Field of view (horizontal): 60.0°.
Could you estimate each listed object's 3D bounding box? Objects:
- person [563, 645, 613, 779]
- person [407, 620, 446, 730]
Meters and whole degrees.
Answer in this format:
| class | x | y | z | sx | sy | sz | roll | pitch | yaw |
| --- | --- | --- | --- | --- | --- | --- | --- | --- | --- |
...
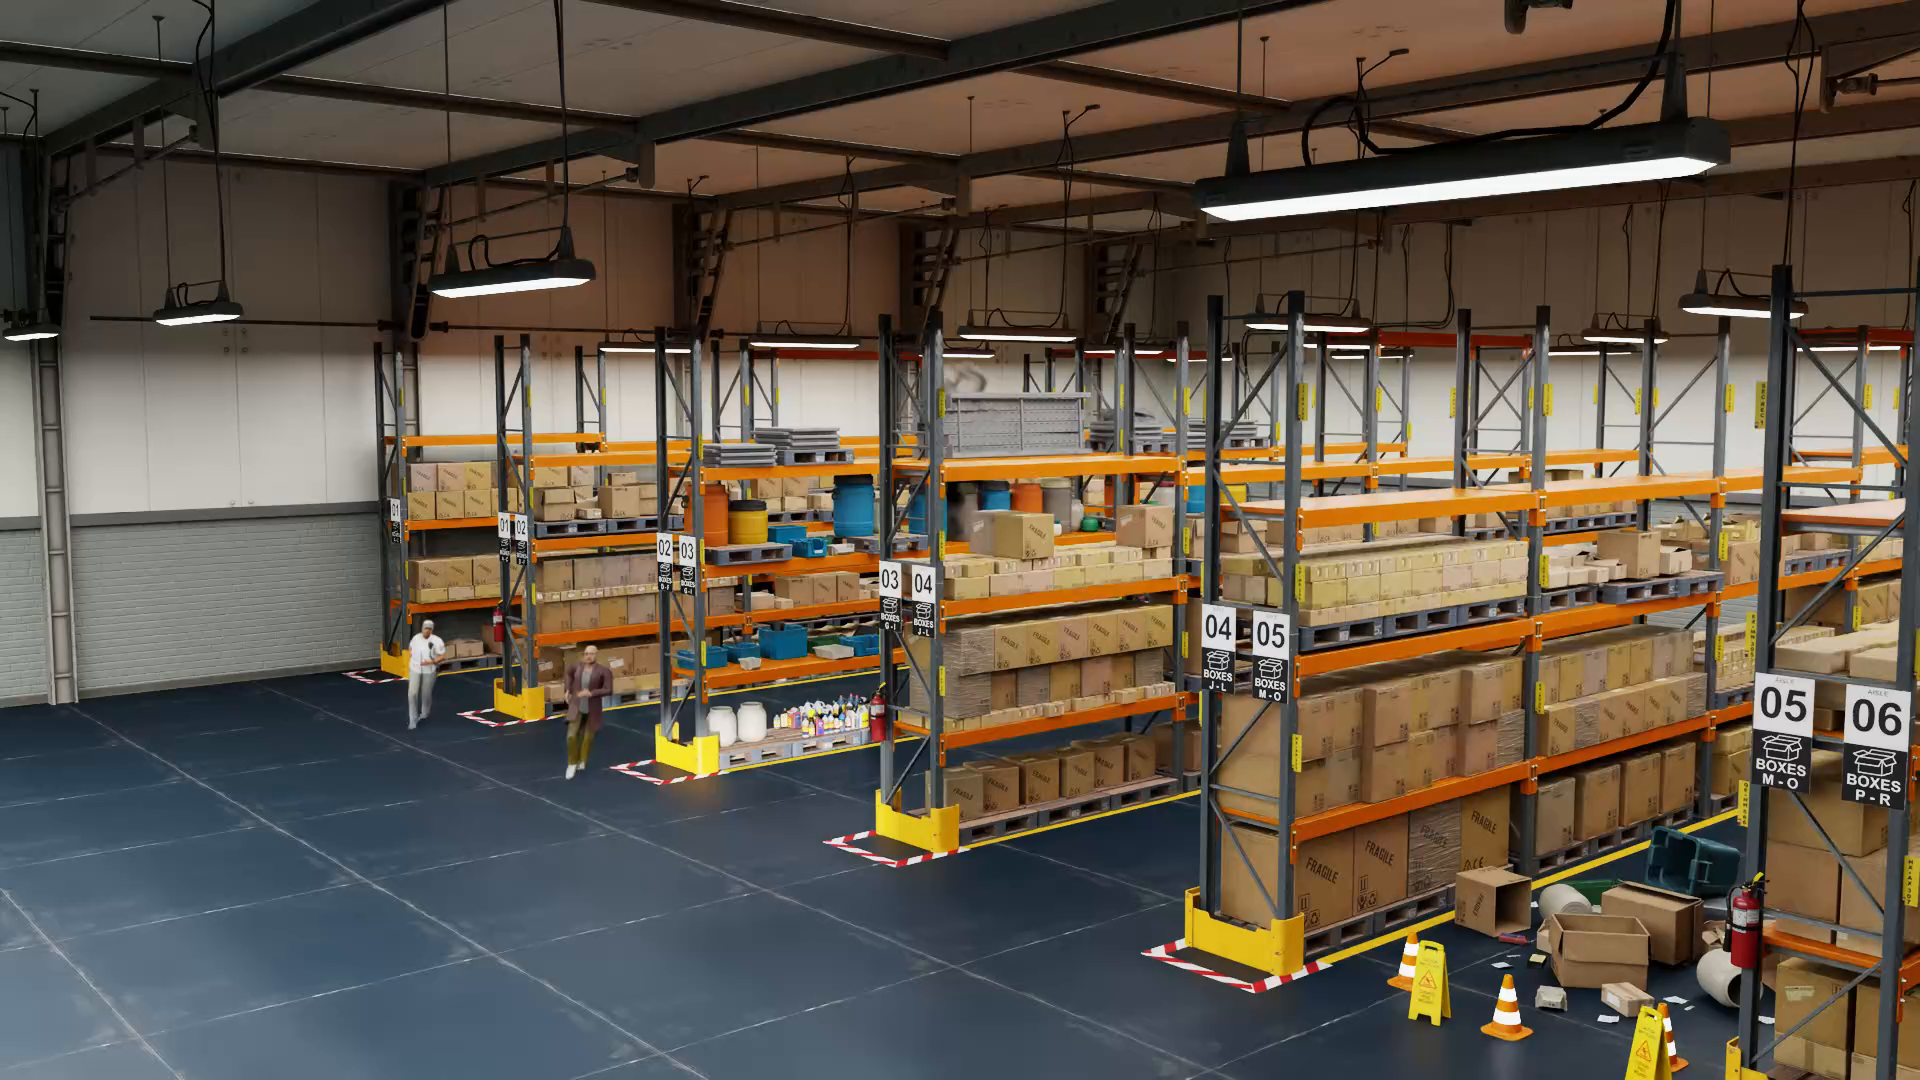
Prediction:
| class | x | y | z | sx | sy | sz | roll | pitch | yaw |
| --- | --- | --- | --- | --- | --- | --- | --- | --- | --- |
| person | -4.956 | 2.278 | 22.226 | 0.679 | 1.792 | 0.749 | 0 | 5 | -3 |
| person | -8.178 | 2.038 | 25.540 | 0.577 | 1.679 | 0.787 | -1 | 5 | -9 |
